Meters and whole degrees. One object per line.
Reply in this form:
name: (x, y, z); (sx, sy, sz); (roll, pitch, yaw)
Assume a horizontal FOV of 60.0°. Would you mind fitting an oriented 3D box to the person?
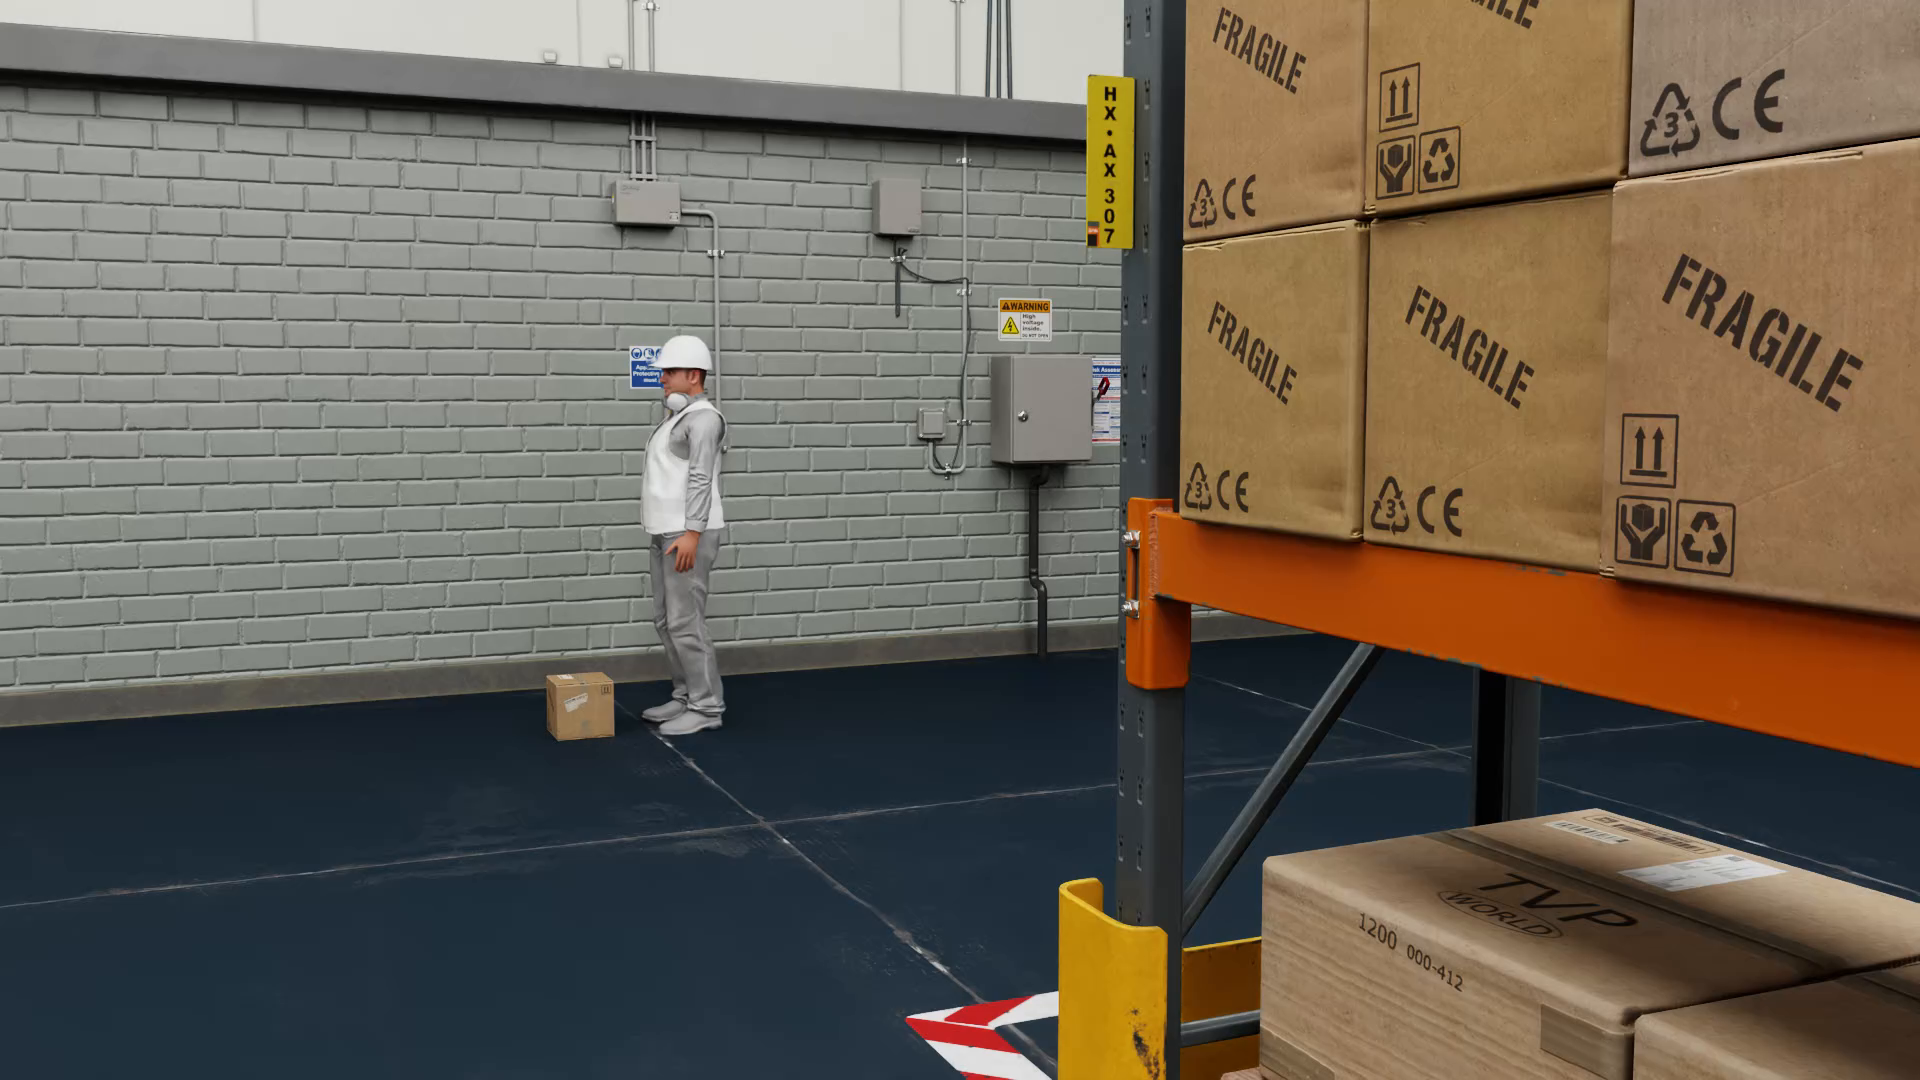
person: (-1.250, -0.026, 7.497); (0.360, 1.778, 0.532); (-2, 6, -22)
